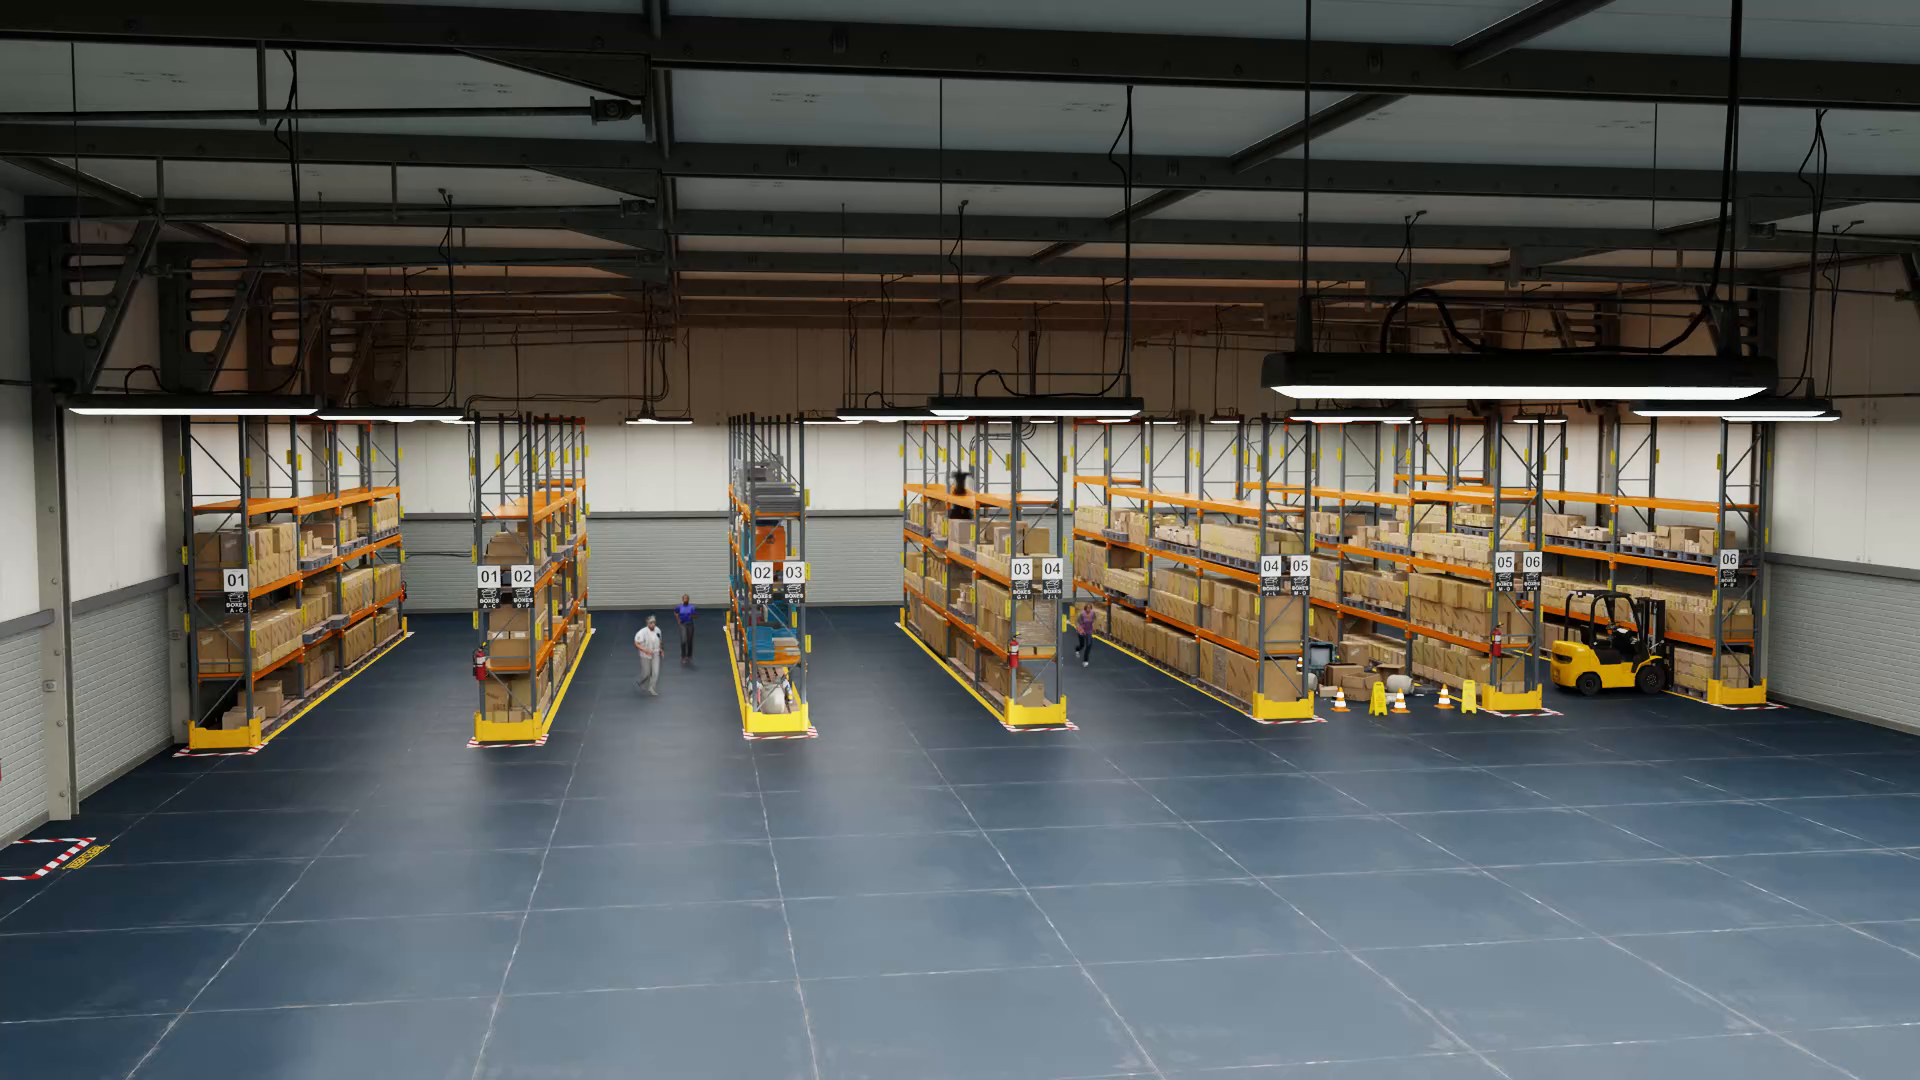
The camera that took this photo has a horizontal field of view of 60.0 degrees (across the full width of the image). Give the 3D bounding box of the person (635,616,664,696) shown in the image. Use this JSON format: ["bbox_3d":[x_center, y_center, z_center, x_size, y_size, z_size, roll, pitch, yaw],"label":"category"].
[{"bbox_3d":[-6.664,2.461,35.540,0.659,1.721,0.776,-2,5,-33],"label":"person"}]

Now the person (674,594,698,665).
[{"bbox_3d":[-6.627,2.153,40.284,0.582,1.696,0.731,-1,4,-7],"label":"person"}]

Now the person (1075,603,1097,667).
[{"bbox_3d":[2.979,2.255,40.042,0.547,1.555,0.855,-2,4,-22],"label":"person"}]
